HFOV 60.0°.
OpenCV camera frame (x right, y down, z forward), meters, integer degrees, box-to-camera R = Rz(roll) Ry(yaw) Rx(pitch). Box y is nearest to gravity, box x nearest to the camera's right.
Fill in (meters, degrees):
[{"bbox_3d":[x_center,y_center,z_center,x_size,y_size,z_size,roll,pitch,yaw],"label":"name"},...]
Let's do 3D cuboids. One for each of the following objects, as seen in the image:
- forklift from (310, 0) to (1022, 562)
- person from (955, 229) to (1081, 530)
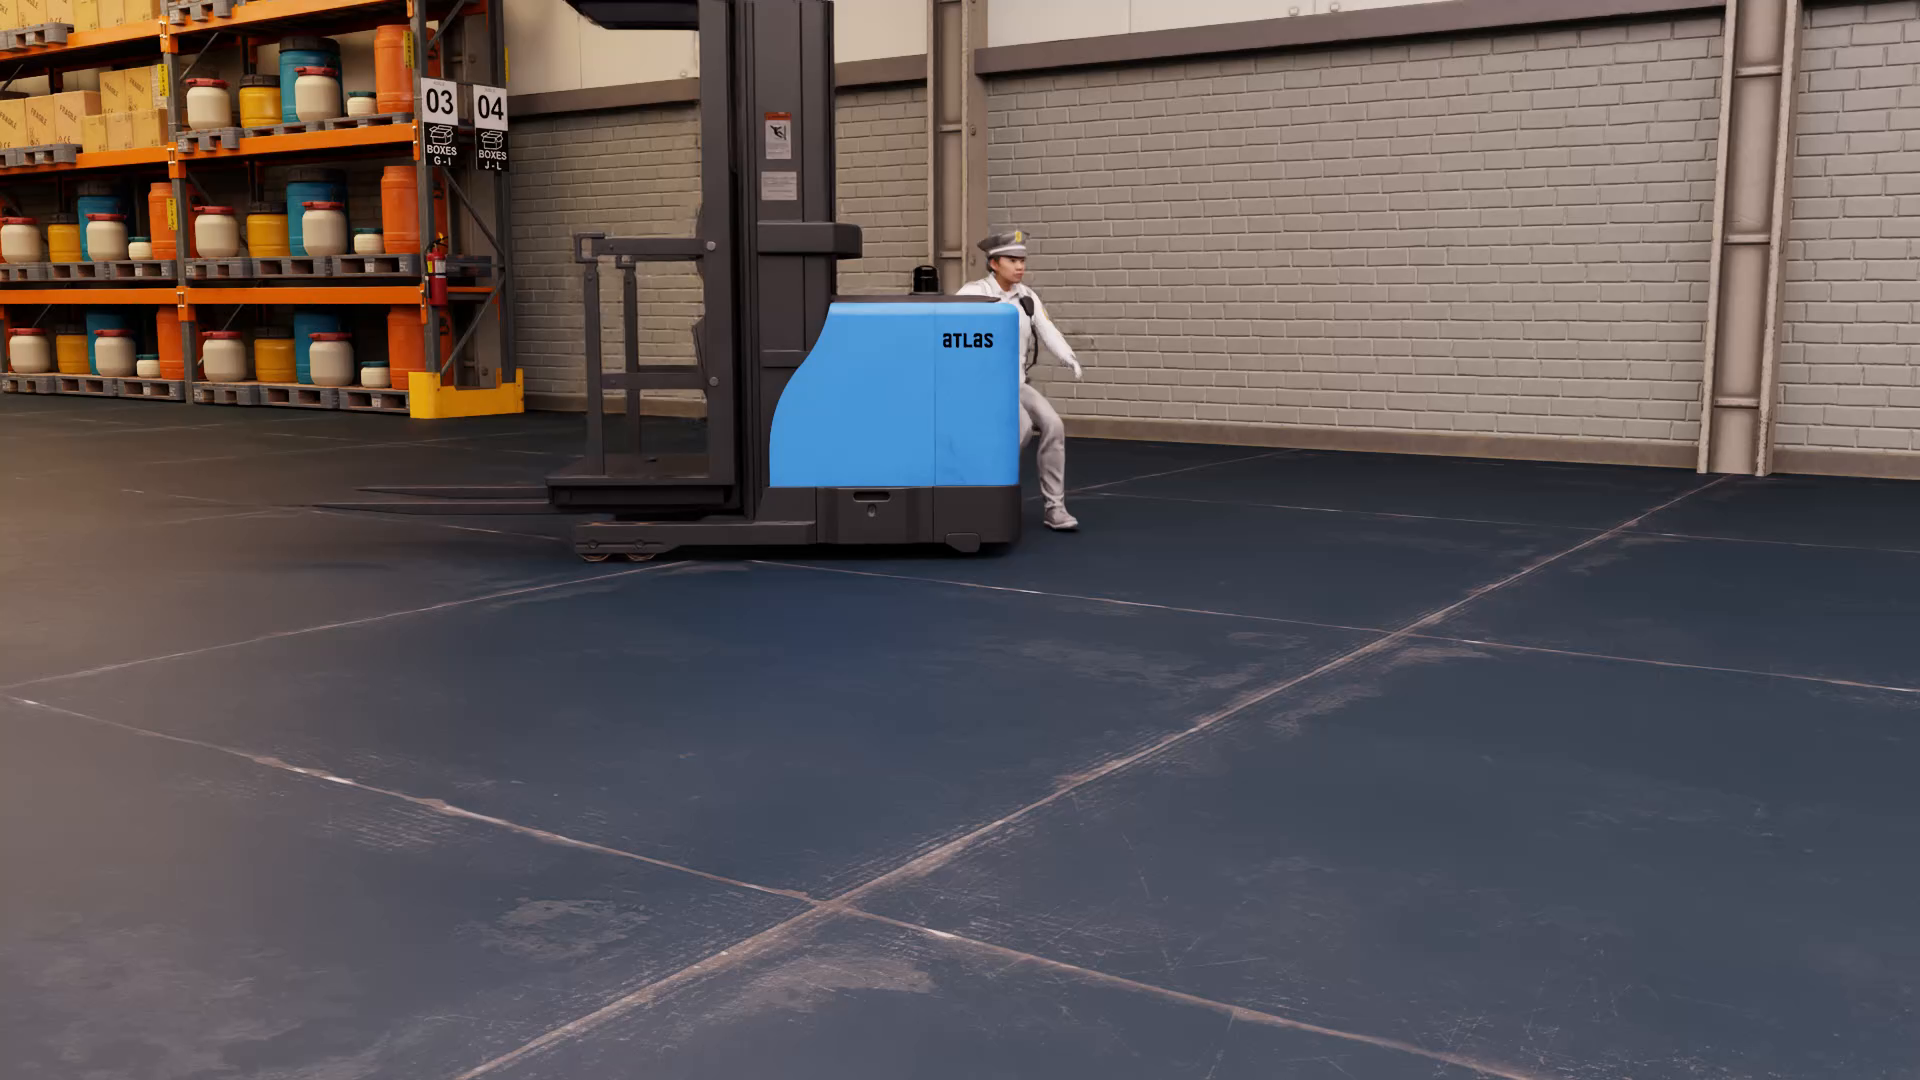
[{"bbox_3d":[-1.267,-1.435,7.285,3.031,2.935,1.130,0,8,-2],"label":"forklift"},{"bbox_3d":[0.338,-0.771,8.098,0.751,1.470,0.806,-7,11,-40],"label":"person"}]
